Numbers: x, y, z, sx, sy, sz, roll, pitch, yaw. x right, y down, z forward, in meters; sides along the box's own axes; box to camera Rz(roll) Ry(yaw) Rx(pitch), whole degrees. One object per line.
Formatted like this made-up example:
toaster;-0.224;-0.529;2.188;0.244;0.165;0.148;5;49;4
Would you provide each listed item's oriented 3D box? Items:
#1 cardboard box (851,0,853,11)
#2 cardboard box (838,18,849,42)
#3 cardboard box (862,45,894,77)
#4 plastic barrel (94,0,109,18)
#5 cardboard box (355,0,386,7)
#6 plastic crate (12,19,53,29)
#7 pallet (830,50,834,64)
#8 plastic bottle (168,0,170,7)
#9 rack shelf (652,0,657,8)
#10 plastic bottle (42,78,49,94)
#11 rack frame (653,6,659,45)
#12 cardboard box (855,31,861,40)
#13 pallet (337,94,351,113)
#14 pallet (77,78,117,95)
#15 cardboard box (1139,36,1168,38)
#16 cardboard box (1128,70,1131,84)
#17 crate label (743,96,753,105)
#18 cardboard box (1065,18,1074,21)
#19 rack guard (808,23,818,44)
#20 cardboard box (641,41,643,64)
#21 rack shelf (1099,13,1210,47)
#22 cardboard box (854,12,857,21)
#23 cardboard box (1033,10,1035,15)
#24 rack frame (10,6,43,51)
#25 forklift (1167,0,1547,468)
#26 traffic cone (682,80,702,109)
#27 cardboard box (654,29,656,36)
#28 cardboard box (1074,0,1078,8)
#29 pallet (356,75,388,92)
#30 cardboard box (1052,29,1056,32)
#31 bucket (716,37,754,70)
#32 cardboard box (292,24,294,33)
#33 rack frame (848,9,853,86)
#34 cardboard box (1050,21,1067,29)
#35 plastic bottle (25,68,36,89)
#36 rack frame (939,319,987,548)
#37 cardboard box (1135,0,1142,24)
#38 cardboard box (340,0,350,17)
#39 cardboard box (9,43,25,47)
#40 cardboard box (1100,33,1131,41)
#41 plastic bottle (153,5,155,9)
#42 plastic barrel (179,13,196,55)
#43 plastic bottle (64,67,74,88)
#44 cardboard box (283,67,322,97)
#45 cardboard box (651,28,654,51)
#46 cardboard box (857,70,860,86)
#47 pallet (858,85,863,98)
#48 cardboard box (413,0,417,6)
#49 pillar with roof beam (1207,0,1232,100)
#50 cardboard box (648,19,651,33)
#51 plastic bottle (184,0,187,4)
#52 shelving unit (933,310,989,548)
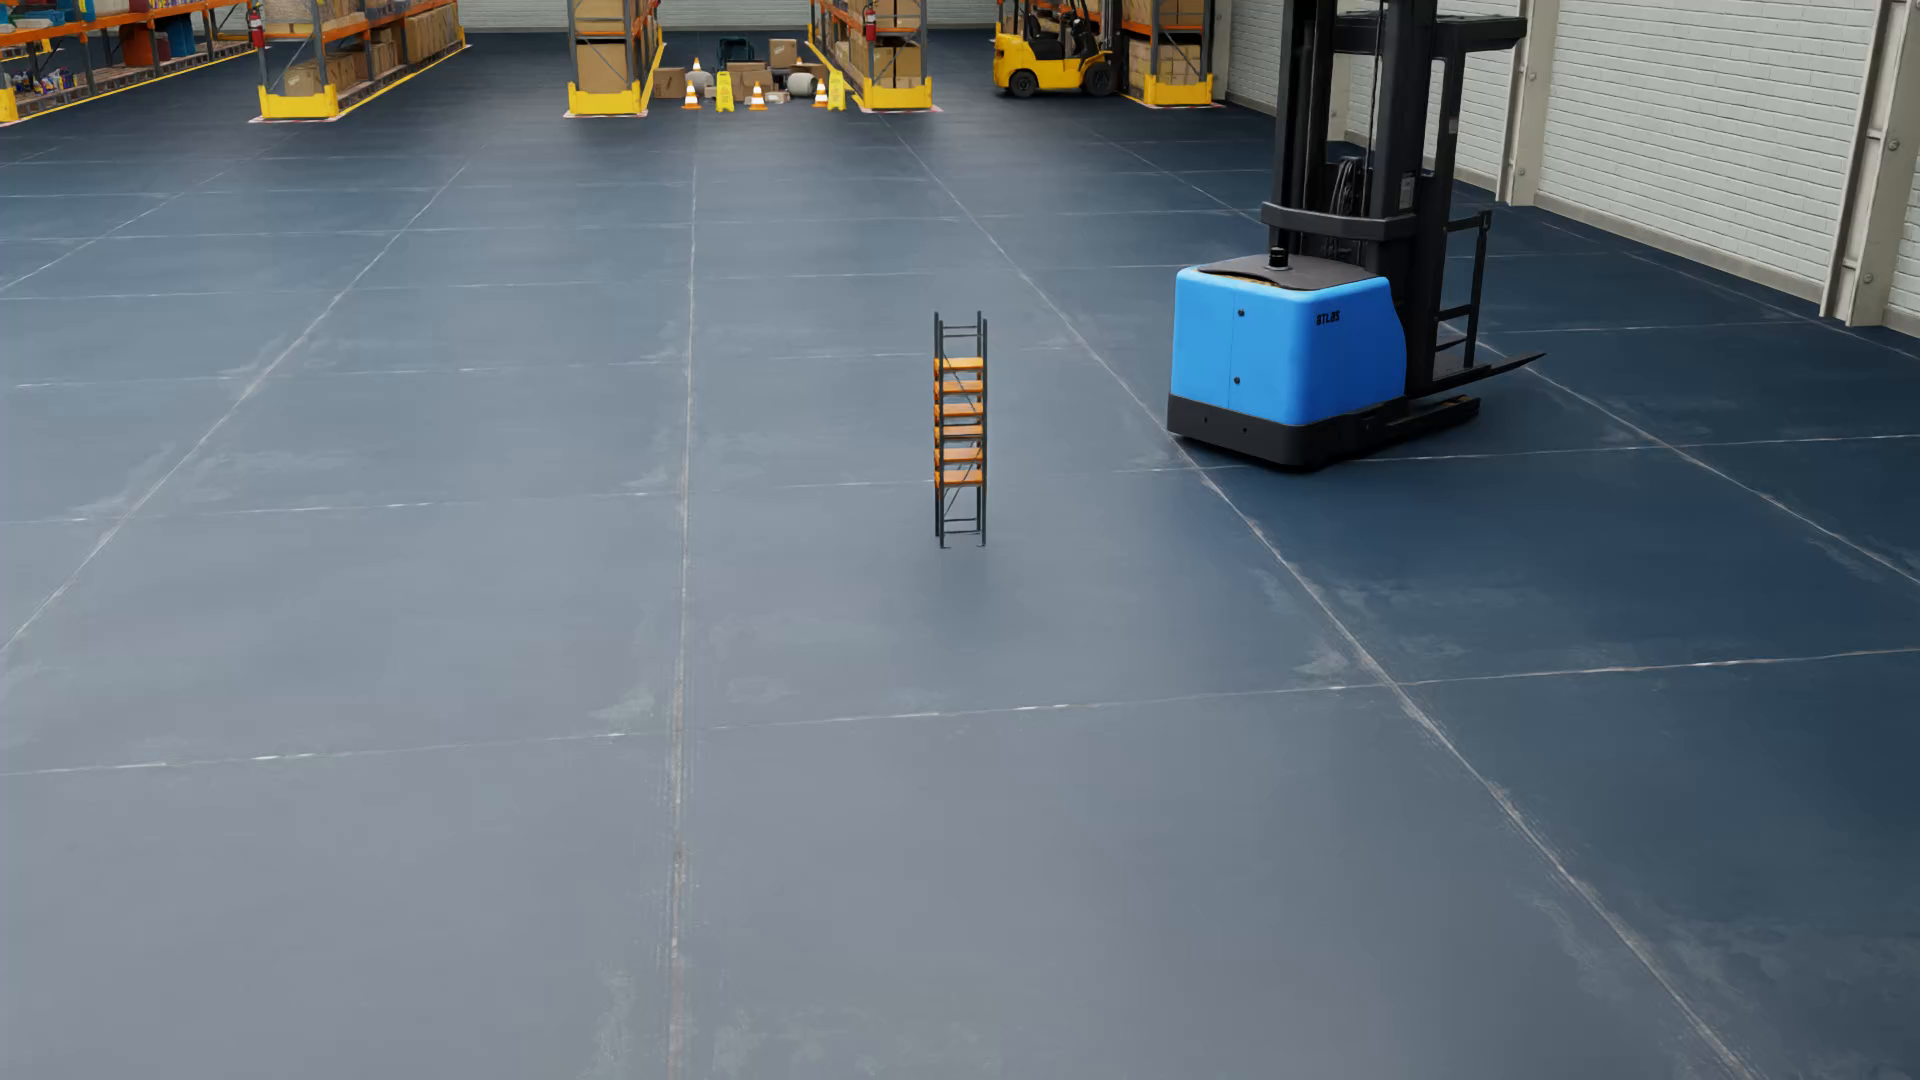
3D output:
cardboard box;-1.761;-10.115;30.942;0.500;0.500;0.500;-3;21;-8
cardboard box;-2.238;-11.097;36.577;0.875;0.875;0.875;-3;21;-8
cardboard box;-1.441;-8.407;29.195;0.500;0.500;0.500;-3;21;-7
plastic barrel;-16.378;-10.178;31.485;0.433;0.535;0.433;0;20;0
cardboard box;-11.426;-10.527;31.158;1.000;1.000;1.000;-3;21;-7
plastic crate;-15.867;-8.845;28.487;0.530;0.136;0.437;-3;21;-8
pallet;-2.432;-11.044;37.985;1.003;0.211;1.213;-3;21;-8
plastic bottle;-16.827;-11.450;35.269;0.097;0.271;0.097;0;20;0
rack shelf;-7.969;-13.108;40.553;1.077;0.370;4.000;-3;21;-8
plastic bottle;-15.777;-7.823;28.645;0.097;0.271;0.097;0;20;0
rack frame;-8.258;-14.138;42.281;1.000;3.000;0.127;-3;21;-8
cardboard box;-1.750;-9.296;30.649;0.380;0.149;0.250;-2;21;-5
pallet;-10.967;-7.386;28.189;1.003;0.211;1.213;-3;21;-8
pallet;-16.503;-8.481;31.123;1.003;0.211;1.213;-3;21;-8
cardboard box;3.677;-9.385;31.457;0.500;0.250;0.500;-3;21;-7
cardboard box;3.338;-8.536;30.613;0.500;0.250;0.500;-3;21;-7
crate label;-3.630;-7.721;29.192;0.250;0.136;0.298;-15;25;-35
cardboard box;2.589;-12.146;38.993;0.380;0.149;0.250;-2;21;-6
rack guard;-3.377;-13.260;43.503;1.175;0.500;0.348;-3;21;-8
cardboard box;-6.842;-9.670;32.935;1.050;0.750;0.750;-3;21;-8
rack shelf;3.556;-9.490;30.865;1.077;0.370;4.000;-3;21;-8
cardboard box;-1.741;-9.581;30.441;0.380;0.149;0.250;-3;21;-7
cardboard box;1.963;-12.623;39.847;0.380;0.149;0.250;-3;21;-9
rack frame;-22.984;-13.424;40.371;1.000;3.000;0.127;-3;21;-8
forklift;2.729;-2.211;10.446;3.031;2.935;1.130;-17;26;-38
traffic cone;-4.622;-7.665;28.577;0.336;0.463;0.334;-3;21;-8
cardboard box;-7.649;-12.428;40.752;0.380;0.149;0.250;-3;21;-7
cardboard box;2.662;-11.315;34.939;0.500;0.250;0.500;-4;21;-10
pallet;-11.564;-8.731;31.790;1.003;0.211;1.213;-3;21;-8
cardboard box;2.355;-11.239;37.493;0.500;0.500;0.500;-3;21;-9
bucket;-4.227;-9.231;31.649;0.726;0.611;0.620;4;11;11
cardboard box;-11.155;-8.440;27.385;0.380;0.149;0.250;-3;21;-8
rack frame;-1.644;-10.267;31.919;1.000;3.000;0.127;-3;21;-8
cardboard box;2.275;-11.758;37.956;0.380;0.149;0.250;-3;21;-9
plastic bottle;-16.503;-8.190;29.514;0.144;0.351;0.185;-3;21;-8
rack frame;0.015;-0.525;8.408;0.240;1.200;0.006;-3;21;-8
cardboard box;3.448;-9.518;29.770;0.500;0.500;0.500;-2;21;-6
cardboard box;-11.238;-9.452;29.168;0.875;0.500;0.500;-3;21;-8
cardboard box;-22.554;-11.836;39.419;0.500;0.250;0.500;-3;21;-8
cardboard box;3.027;-9.713;32.335;0.500;0.250;0.500;-3;21;-9
plastic bottle;-16.674;-11.051;34.301;0.097;0.201;0.097;0;20;0
plastic barrel;-17.443;-11.312;37.115;0.600;0.901;0.708;-3;21;-8
plastic bottle;-15.974;-8.275;29.741;0.144;0.351;0.185;-3;21;-9
cardboard box;-10.947;-7.625;27.818;0.500;0.500;0.500;1;20;2
cardboard box;-7.325;-11.535;38.285;0.500;0.500;0.500;-3;21;-9
cardboard box;-1.598;-8.418;30.297;0.500;0.250;0.500;-4;21;-10
pallet;-1.333;-8.307;30.656;1.003;0.211;1.213;-3;21;-8
cardboard box;-11.982;-11.737;35.711;0.500;0.500;0.500;-3;21;-9
pillar with roof beam;0.375;-12.014;28.021;9.100;9.000;0.400;-3;21;-8
cardboard box;-7.096;-11.343;36.700;0.500;0.250;0.500;-3;21;-7
plastic bottle;-17.022;-11.899;36.358;0.144;0.351;0.185;-3;21;-8
shelving unit;0.002;-0.557;8.493;0.258;1.200;0.189;-3;21;-8
